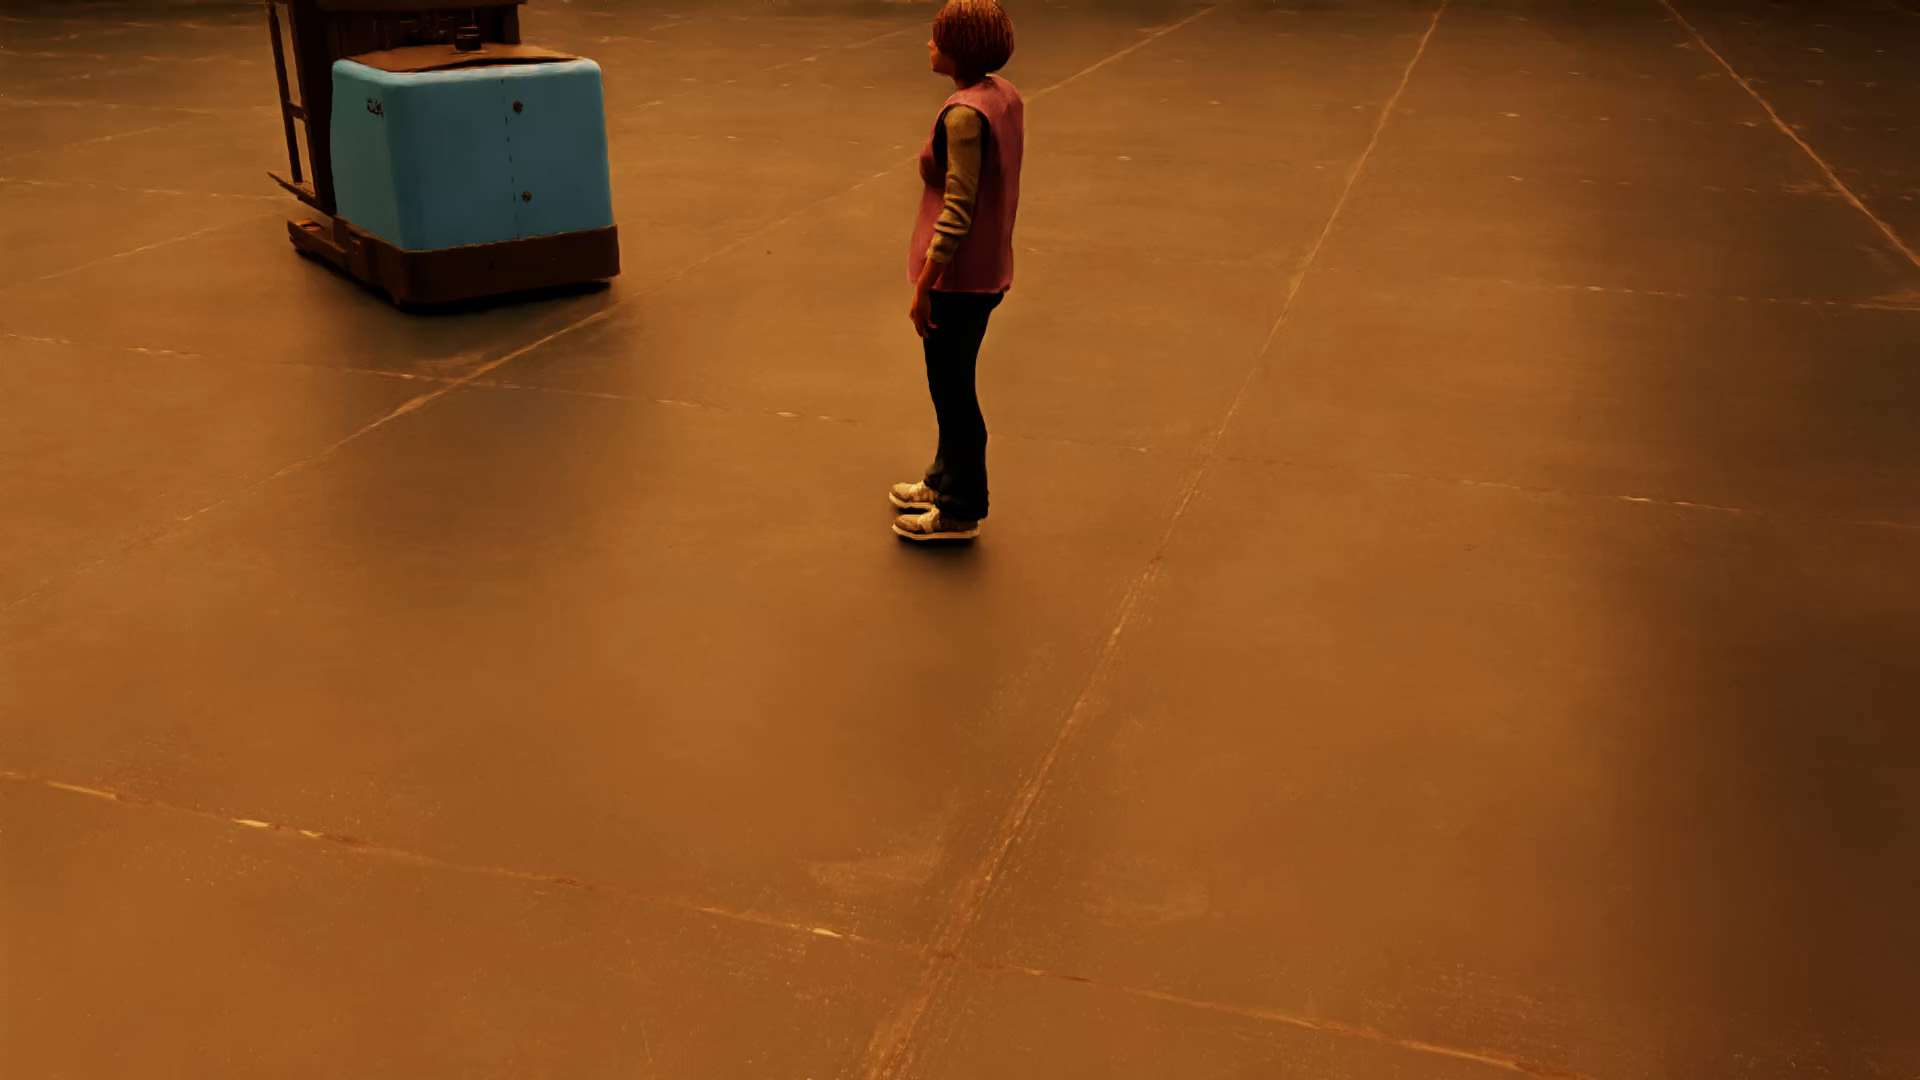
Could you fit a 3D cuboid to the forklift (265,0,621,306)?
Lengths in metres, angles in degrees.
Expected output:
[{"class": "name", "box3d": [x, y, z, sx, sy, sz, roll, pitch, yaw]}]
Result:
[{"class": "forklift", "box3d": [-2.915, -2.926, 8.366, 1.130, 2.935, 3.031, -15, 27, -33]}]

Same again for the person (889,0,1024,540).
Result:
[{"class": "person", "box3d": [-0.067, -0.758, 4.846, 0.474, 1.597, 0.520, 7, 23, 16]}]
